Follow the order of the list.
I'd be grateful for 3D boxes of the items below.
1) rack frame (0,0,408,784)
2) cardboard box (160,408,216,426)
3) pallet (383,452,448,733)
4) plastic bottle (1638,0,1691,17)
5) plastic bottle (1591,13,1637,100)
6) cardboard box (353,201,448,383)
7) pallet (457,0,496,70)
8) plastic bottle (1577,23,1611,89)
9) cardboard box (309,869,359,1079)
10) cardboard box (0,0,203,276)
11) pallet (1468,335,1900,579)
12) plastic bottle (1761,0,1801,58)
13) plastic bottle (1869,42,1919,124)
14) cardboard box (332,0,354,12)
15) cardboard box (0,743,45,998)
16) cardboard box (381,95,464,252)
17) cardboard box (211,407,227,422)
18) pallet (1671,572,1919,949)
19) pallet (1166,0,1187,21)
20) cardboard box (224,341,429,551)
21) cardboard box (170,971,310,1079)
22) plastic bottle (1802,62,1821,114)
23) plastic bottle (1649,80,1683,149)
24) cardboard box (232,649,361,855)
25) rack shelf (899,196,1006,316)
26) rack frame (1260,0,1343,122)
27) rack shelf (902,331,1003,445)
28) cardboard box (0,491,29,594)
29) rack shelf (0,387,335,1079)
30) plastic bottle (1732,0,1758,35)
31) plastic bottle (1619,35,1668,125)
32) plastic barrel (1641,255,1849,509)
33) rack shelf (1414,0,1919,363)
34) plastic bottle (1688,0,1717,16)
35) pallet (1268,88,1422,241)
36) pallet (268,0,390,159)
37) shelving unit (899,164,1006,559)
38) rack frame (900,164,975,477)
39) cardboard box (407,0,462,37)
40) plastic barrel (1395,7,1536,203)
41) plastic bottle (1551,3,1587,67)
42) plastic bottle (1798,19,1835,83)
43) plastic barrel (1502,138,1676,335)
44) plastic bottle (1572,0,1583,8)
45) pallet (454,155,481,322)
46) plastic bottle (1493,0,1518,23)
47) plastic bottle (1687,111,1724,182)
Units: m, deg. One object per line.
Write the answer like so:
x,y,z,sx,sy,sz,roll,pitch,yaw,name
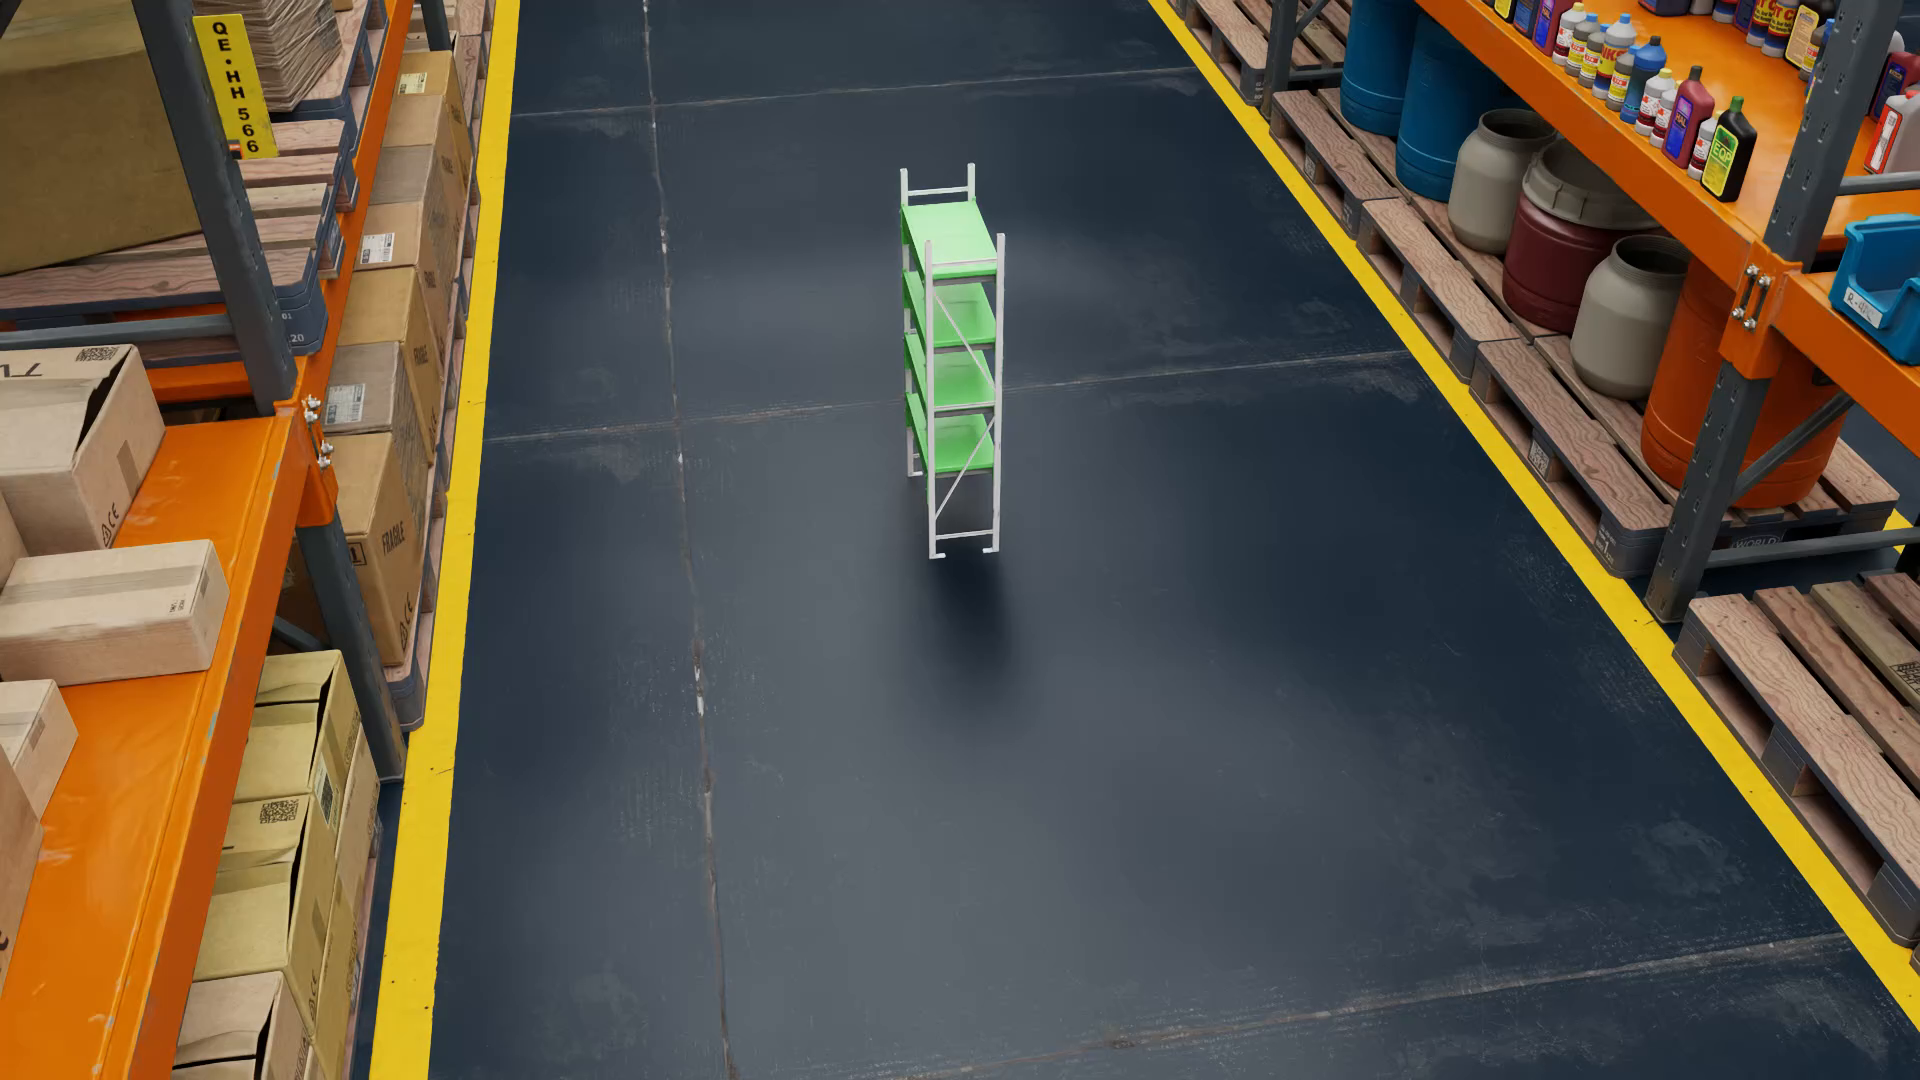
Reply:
-2.123,-0.465,3.904,1.000,3.000,0.127,-6,38,-8,rack frame
-2.532,-0.521,5.044,0.500,0.250,0.500,-5,38,-6,cardboard box
-2.217,0.181,5.345,1.003,0.211,1.213,-6,38,-8,pallet
2.603,-2.109,6.060,0.144,0.351,0.185,-6,38,-8,plastic bottle
2.152,-1.590,5.456,0.097,0.271,0.097,0,38,0,plastic bottle
-2.199,-0.891,6.131,0.500,0.500,0.500,-7,38,-9,cardboard box
-3.161,-2.933,9.354,1.003,0.211,1.213,-6,38,-8,pallet
2.135,-1.621,5.553,0.097,0.201,0.097,0,38,0,plastic bottle
-1.697,1.057,3.843,0.500,0.250,0.500,-7,38,-8,cardboard box
-2.345,-1.039,4.219,0.700,0.500,0.500,-19,42,-23,cardboard box
2.575,-0.366,6.050,1.003,0.211,1.213,-6,38,-8,pallet
2.858,-1.814,5.744,0.097,0.271,0.097,0,38,0,plastic bottle
2.984,-1.449,5.266,0.061,0.283,0.133,-6,38,-8,plastic bottle
-2.454,-2.026,5.489,0.700,0.500,0.500,-16,41,-19,cardboard box
-1.813,0.507,2.571,0.500,0.500,0.500,-8,39,-10,cardboard box
-2.377,-1.501,6.916,0.500,0.500,0.500,-6,38,-8,cardboard box
-2.518,-0.192,5.231,0.500,0.500,0.500,-5,38,-6,cardboard box
2.852,0.577,4.835,1.003,0.211,1.213,-6,38,-8,pallet
1.668,-3.489,10.069,1.003,0.211,1.213,-6,38,-8,pallet
-2.019,-0.273,5.336,0.500,0.500,0.500,-8,38,-10,cardboard box
-1.606,1.141,3.278,0.500,0.311,0.500,-6,38,-8,cardboard box
2.796,-1.468,5.357,0.097,0.201,0.097,0,38,0,plastic bottle
2.220,-1.327,5.175,0.097,0.201,0.097,0,38,0,plastic bottle
-1.789,0.523,4.074,0.500,0.311,0.500,-5,38,-7,cardboard box
-0.029,-0.902,5.255,0.258,0.148,0.480,-6,38,-8,rack shelf
2.053,-3.412,7.697,1.000,3.000,0.127,-6,38,-8,rack frame
-0.029,-0.523,5.550,0.258,0.148,0.480,-6,38,-8,rack shelf
-2.157,0.131,3.209,0.500,0.311,0.500,-7,38,-8,cardboard box
-1.773,1.027,2.570,1.077,0.370,4.000,-6,38,-8,rack shelf
2.839,-1.949,5.909,0.061,0.283,0.133,-6,38,-8,plastic bottle
2.186,-1.472,5.305,0.097,0.271,0.097,0,38,0,plastic bottle
2.651,-0.598,5.502,0.600,0.830,0.708,-6,38,-8,plastic barrel
2.403,-1.920,6.363,1.077,0.370,4.000,-6,38,-8,rack shelf
2.753,-2.081,6.084,0.152,0.276,0.135,-6,38,-8,plastic bottle
2.147,-1.840,7.947,1.003,0.211,1.213,-6,38,-8,pallet
-2.469,-1.564,5.474,1.003,0.211,1.213,-6,38,-8,pallet
-0.029,-0.574,5.511,0.258,1.200,0.503,-6,38,-8,shelving unit
-0.072,-0.721,5.700,0.240,1.200,0.015,-6,38,-8,rack frame
-2.847,-2.734,8.776,0.380,0.166,0.250,-6,38,-8,cardboard box
2.255,-1.991,7.236,0.600,0.901,0.708,-6,38,-8,plastic barrel
2.101,-1.738,5.705,0.097,0.201,0.097,0,38,0,plastic bottle
2.899,-1.647,5.586,0.097,0.201,0.097,0,38,0,plastic bottle
2.453,-1.185,6.454,0.600,0.588,0.708,-6,38,-8,plastic barrel
2.172,-1.966,5.930,0.061,0.283,0.133,-6,38,-8,plastic bottle
-2.645,-1.293,7.242,1.003,0.211,1.213,-6,38,-8,pallet
2.007,-2.031,6.014,0.061,0.283,0.133,-6,38,-8,plastic bottle
2.261,-1.188,4.996,0.097,0.201,0.097,0,38,0,plastic bottle
